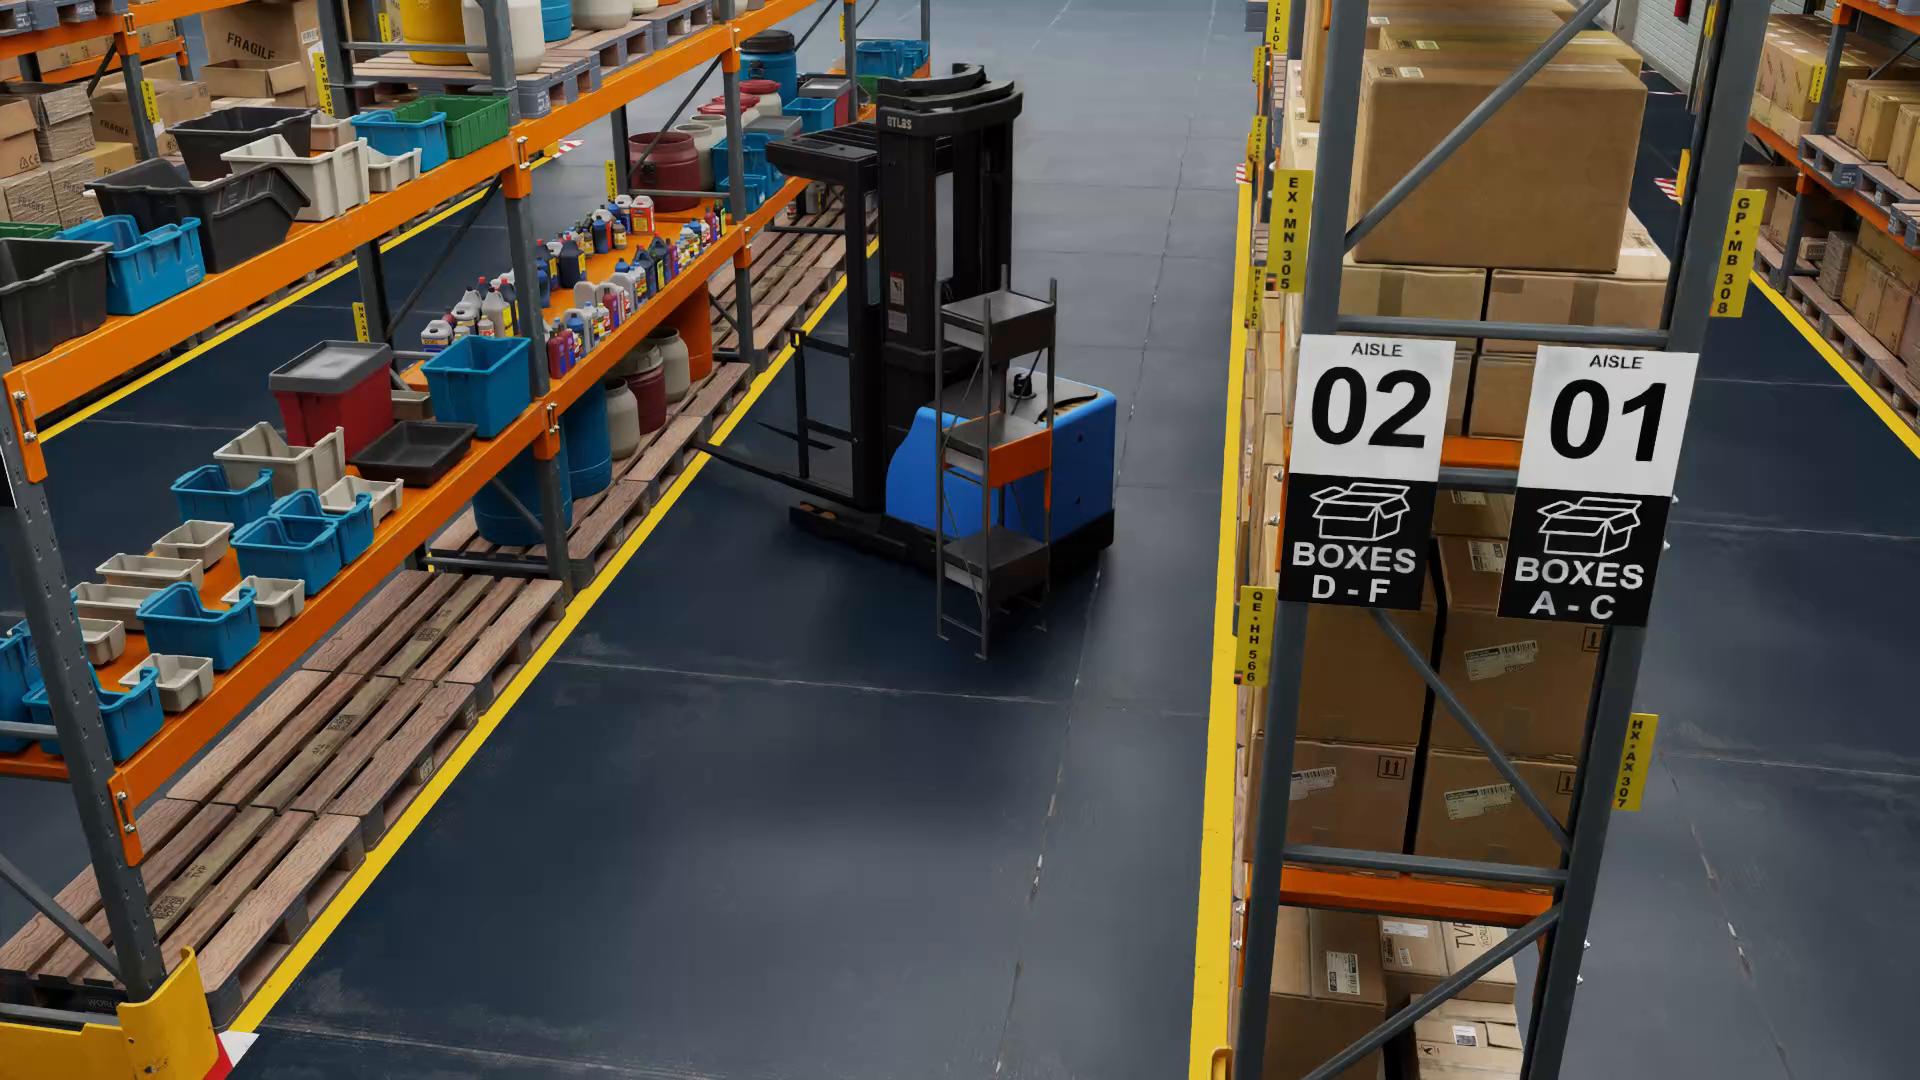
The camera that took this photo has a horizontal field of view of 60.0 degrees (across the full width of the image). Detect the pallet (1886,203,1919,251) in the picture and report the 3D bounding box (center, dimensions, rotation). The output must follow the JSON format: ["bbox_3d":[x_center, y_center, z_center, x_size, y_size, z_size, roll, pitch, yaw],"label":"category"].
[{"bbox_3d":[7.613,-2.224,12.190,1.213,0.211,1.003,4,25,9],"label":"pallet"}]

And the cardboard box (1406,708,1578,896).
[{"bbox_3d":[1.739,0.786,5.415,0.500,0.500,0.500,5,25,10],"label":"cardboard box"}]

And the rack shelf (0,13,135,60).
[{"bbox_3d":[-7.386,-3.232,11.426,1.077,0.370,4.000,4,25,9],"label":"rack shelf"}]

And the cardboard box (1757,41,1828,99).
[{"bbox_3d":[8.196,-4.598,16.303,0.500,0.500,0.500,3,25,7],"label":"cardboard box"}]

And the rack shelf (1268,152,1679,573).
[{"bbox_3d":[1.733,-0.871,6.382,1.077,0.370,4.000,4,25,9],"label":"rack shelf"}]

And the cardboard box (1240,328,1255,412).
[{"bbox_3d":[2.357,-1.244,12.299,0.500,0.500,0.500,5,26,11],"label":"cardboard box"}]

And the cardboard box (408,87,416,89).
[{"bbox_3d":[-6.020,-4.767,17.693,0.380,0.149,0.250,4,25,9],"label":"cardboard box"}]

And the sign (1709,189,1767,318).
[{"bbox_3d":[1.942,-0.718,4.177,0.100,0.325,0.005,4,25,9],"label":"sign"}]

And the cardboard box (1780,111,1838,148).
[{"bbox_3d":[8.033,-3.839,15.567,0.500,0.250,0.500,4,25,9],"label":"cardboard box"}]

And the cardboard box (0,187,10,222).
[{"bbox_3d":[-7.148,-2.219,11.834,0.500,0.500,0.500,5,25,10],"label":"cardboard box"}]

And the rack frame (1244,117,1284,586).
[{"bbox_3d":[2.060,-0.675,8.653,1.000,3.000,0.127,4,25,9],"label":"rack frame"}]

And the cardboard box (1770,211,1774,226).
[{"bbox_3d":[8.536,-3.254,17.008,0.380,0.149,0.250,2,25,4],"label":"cardboard box"}]

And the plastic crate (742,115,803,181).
[{"bbox_3d":[-1.607,-3.376,14.348,0.402,0.464,0.583,4,25,9],"label":"plastic crate"}]

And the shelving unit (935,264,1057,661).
[{"bbox_3d":[0.189,-0.408,9.144,0.503,2.100,0.431,-22,33,-39],"label":"shelving unit"}]

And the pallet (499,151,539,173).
[{"bbox_3d":[-5.932,-4.749,20.647,1.003,0.211,1.213,4,25,9],"label":"pallet"}]

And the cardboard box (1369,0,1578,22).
[{"bbox_3d":[1.789,-1.697,6.001,0.700,0.500,0.500,4,25,9],"label":"cardboard box"}]

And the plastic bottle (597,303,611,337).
[{"bbox_3d":[-2.237,-1.378,10.389,0.097,0.201,0.097,0,25,0],"label":"plastic bottle"}]

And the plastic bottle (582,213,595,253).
[{"bbox_3d":[-2.705,-2.234,12.123,0.061,0.283,0.133,4,25,9],"label":"plastic bottle"}]

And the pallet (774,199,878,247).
[{"bbox_3d":[-1.368,-3.380,17.722,1.003,0.211,1.213,4,25,9],"label":"pallet"}]

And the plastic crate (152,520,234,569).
[{"bbox_3d":[-3.412,0.029,7.390,0.298,0.136,0.250,4,25,9],"label":"plastic crate"}]

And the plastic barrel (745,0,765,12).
[{"bbox_3d":[-1.824,-4.606,12.923,0.600,0.901,0.600,0,25,0],"label":"plastic barrel"}]

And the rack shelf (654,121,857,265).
[{"bbox_3d":[-1.846,-3.203,14.903,1.077,0.370,4.000,4,25,9],"label":"rack shelf"}]

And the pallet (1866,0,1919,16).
[{"bbox_3d":[7.883,-4.267,13.012,1.213,0.211,1.003,4,25,9],"label":"pallet"}]

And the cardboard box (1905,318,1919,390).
[{"bbox_3d":[7.668,-1.378,12.585,0.700,0.500,0.500,4,25,9],"label":"cardboard box"}]

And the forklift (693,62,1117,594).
[{"bbox_3d":[-0.488,-1.497,10.490,3.031,2.935,1.130,19,31,35],"label":"forklift"}]

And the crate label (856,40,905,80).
[{"bbox_3d":[-0.899,-5.266,18.419,0.502,0.435,0.616,4,25,9],"label":"crate label"}]

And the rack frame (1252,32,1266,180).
[{"bbox_3d":[4.021,-5.693,19.375,1.000,3.000,0.127,4,25,9],"label":"rack frame"}]

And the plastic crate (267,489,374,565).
[{"bbox_3d":[-2.851,-0.054,7.454,0.416,0.233,0.300,4,25,9],"label":"plastic crate"}]

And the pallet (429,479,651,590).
[{"bbox_3d":[-2.659,-0.076,10.664,1.003,0.211,1.213,4,25,9],"label":"pallet"}]

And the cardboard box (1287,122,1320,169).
[{"bbox_3d":[1.481,-1.379,6.206,0.500,0.250,0.500,4,25,9],"label":"cardboard box"}]

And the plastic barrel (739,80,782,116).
[{"bbox_3d":[-1.892,-4.042,15.686,0.433,0.535,0.433,0,25,0],"label":"plastic barrel"}]

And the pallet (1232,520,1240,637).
[{"bbox_3d":[2.156,0.246,9.976,1.003,0.211,1.213,4,25,9],"label":"pallet"}]

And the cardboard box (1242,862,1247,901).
[{"bbox_3d":[1.437,1.405,6.935,0.500,0.250,0.500,4,25,9],"label":"cardboard box"}]

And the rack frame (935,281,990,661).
[{"bbox_3d":[0.011,-0.336,8.992,0.015,2.100,0.400,-22,33,-39],"label":"rack frame"}]

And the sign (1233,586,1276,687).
[{"bbox_3d":[0.862,0.284,4.866,0.100,0.325,0.005,4,25,9],"label":"sign"}]

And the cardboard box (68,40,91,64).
[{"bbox_3d":[-10.974,-5.995,19.843,0.875,0.550,0.500,4,25,9],"label":"cardboard box"}]

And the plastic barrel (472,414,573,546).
[{"bbox_3d":[-2.721,-0.485,10.229,0.600,0.901,0.708,4,25,9],"label":"plastic barrel"}]

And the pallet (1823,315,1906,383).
[{"bbox_3d":[7.932,-1.578,13.873,1.003,0.211,1.213,4,25,9],"label":"pallet"}]

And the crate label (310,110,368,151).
[{"bbox_3d":[-3.191,-2.074,8.415,0.293,0.136,0.466,4,25,9],"label":"crate label"}]

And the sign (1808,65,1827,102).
[{"bbox_3d":[7.718,-4.105,14.961,0.100,0.325,0.005,4,25,9],"label":"sign"}]

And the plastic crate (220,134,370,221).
[{"bbox_3d":[-2.813,-1.557,7.139,0.437,0.282,0.530,4,25,9],"label":"plastic crate"}]

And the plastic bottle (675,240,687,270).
[{"bbox_3d":[-1.988,-2.016,11.752,0.097,0.201,0.097,0,25,0],"label":"plastic bottle"}]

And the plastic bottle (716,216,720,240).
[{"bbox_3d":[-1.855,-2.356,12.480,0.097,0.201,0.097,0,25,0],"label":"plastic bottle"}]

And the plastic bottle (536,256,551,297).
[{"bbox_3d":[-2.805,-1.767,11.139,0.097,0.271,0.097,0,25,0],"label":"plastic bottle"}]

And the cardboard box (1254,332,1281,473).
[{"bbox_3d":[1.537,-0.564,7.120,0.500,0.500,0.500,3,25,7],"label":"cardboard box"}]

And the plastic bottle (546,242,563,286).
[{"bbox_3d":[-2.789,-1.897,11.412,0.152,0.276,0.135,4,25,9],"label":"plastic bottle"}]

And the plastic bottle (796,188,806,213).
[{"bbox_3d":[-1.698,-3.654,17.624,0.144,0.351,0.185,3,25,7],"label":"plastic bottle"}]

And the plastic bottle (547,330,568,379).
[{"bbox_3d":[-2.345,-1.090,9.679,0.061,0.283,0.133,4,25,9],"label":"plastic bottle"}]

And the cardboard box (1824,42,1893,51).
[{"bbox_3d":[8.713,-4.566,16.235,0.500,0.500,0.500,5,25,10],"label":"cardboard box"}]

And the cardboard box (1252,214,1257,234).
[{"bbox_3d":[2.967,-2.855,15.397,0.500,0.311,0.500,4,25,8],"label":"cardboard box"}]

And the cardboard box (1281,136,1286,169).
[{"bbox_3d":[1.651,-1.570,7.205,0.500,0.250,0.500,4,25,9],"label":"cardboard box"}]

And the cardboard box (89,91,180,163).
[{"bbox_3d":[-7.010,-3.499,14.075,0.500,0.500,0.500,1,25,2],"label":"cardboard box"}]

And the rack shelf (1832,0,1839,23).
[{"bbox_3d":[8.582,-5.548,16.375,1.077,0.370,4.000,4,25,9],"label":"rack shelf"}]

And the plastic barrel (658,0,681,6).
[{"bbox_3d":[-2.268,-4.198,11.641,0.600,0.830,0.708,4,25,9],"label":"plastic barrel"}]

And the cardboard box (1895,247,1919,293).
[{"bbox_3d":[7.902,-2.167,13.386,0.500,0.250,0.500,4,25,8],"label":"cardboard box"}]

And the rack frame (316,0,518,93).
[{"bbox_3d":[-2.826,-3.736,8.117,1.000,3.000,0.127,4,25,9],"label":"rack frame"}]

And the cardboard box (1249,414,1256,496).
[{"bbox_3d":[1.708,-0.526,8.216,0.500,0.500,0.500,5,25,10],"label":"cardboard box"}]

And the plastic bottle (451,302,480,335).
[{"bbox_3d":[-3.021,-1.303,10.142,0.152,0.276,0.135,4,25,9],"label":"plastic bottle"}]
